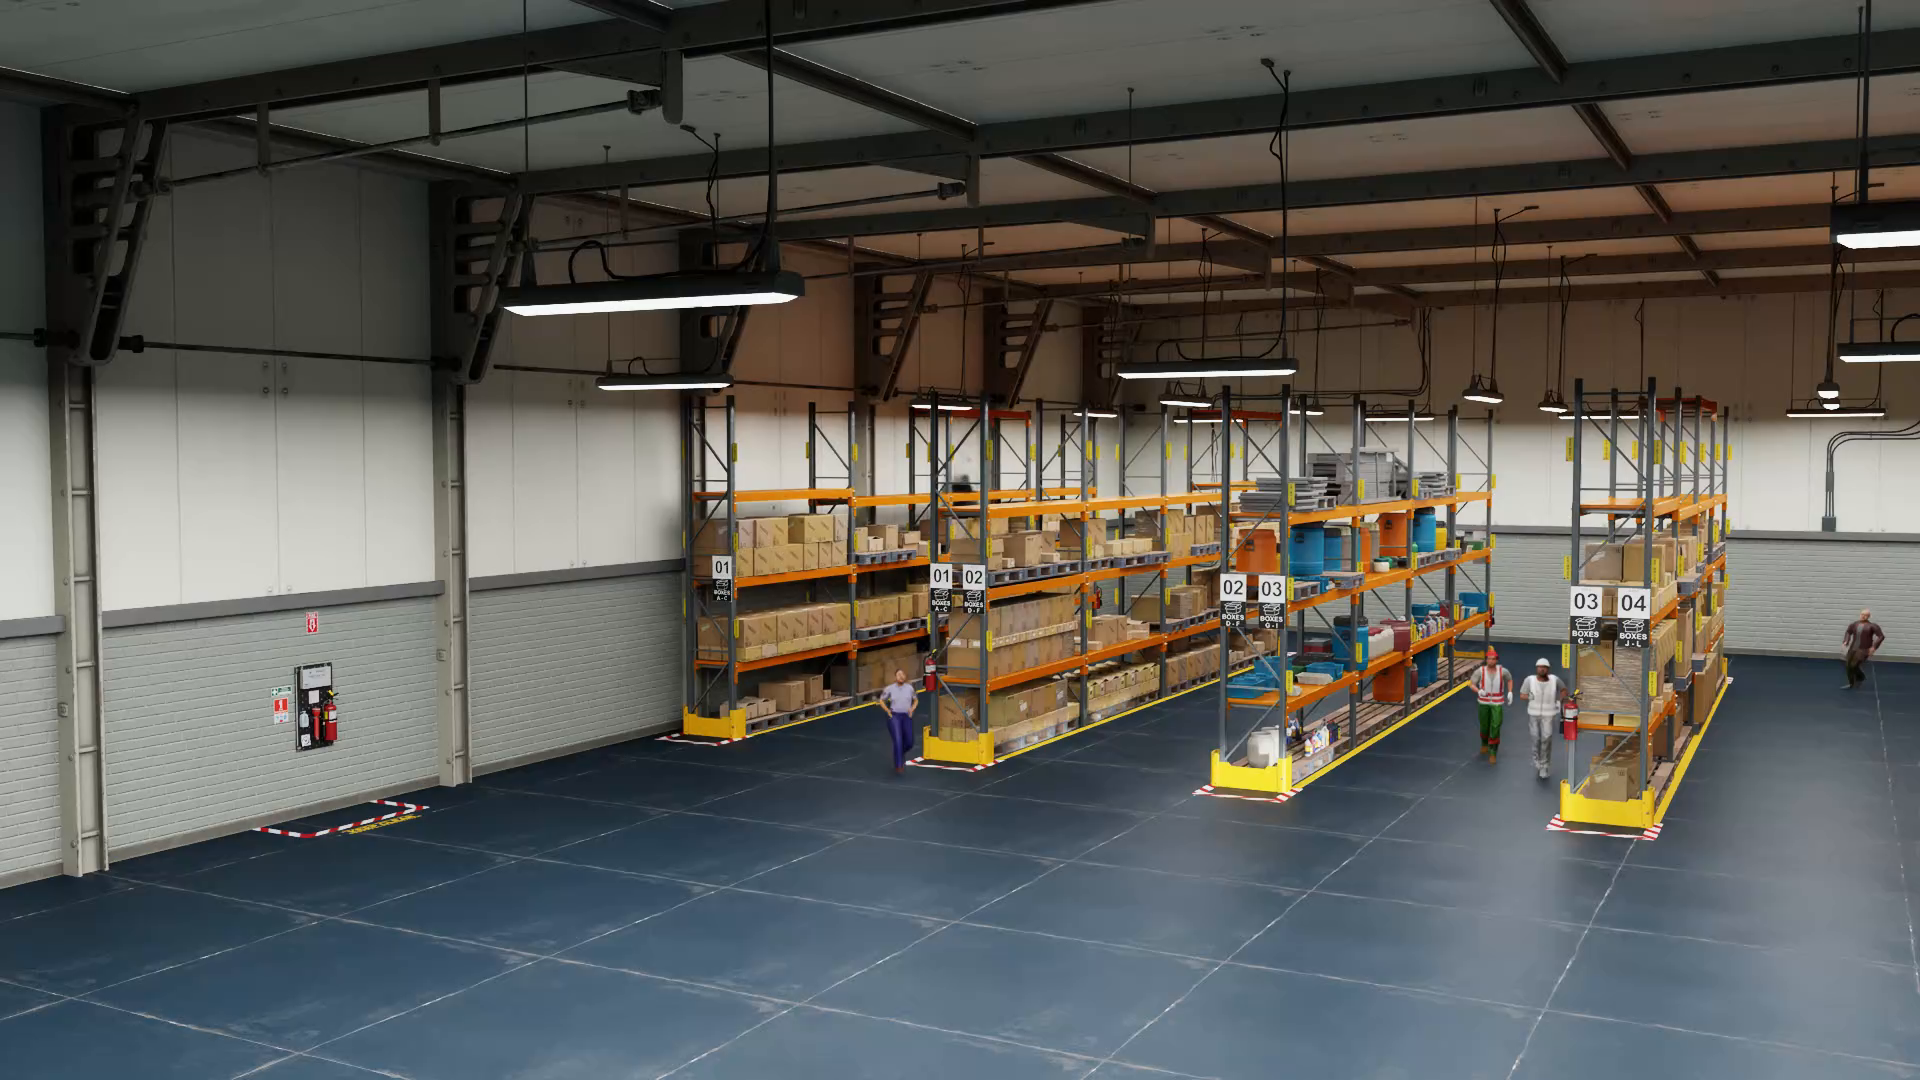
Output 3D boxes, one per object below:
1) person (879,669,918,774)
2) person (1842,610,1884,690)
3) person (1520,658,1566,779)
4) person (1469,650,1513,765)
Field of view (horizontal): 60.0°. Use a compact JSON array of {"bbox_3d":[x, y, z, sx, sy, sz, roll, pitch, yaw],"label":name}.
[{"bbox_3d":[-0.951,2.846,26.188,0.633,1.639,0.593,-1,3,-21],"label":"person"},{"bbox_3d":[18.835,2.314,34.799,0.562,1.713,0.772,-2,3,-27],"label":"person"},{"bbox_3d":[9.025,2.744,25.788,0.670,1.825,0.750,1,3,24],"label":"person"},{"bbox_3d":[8.620,2.678,26.987,0.682,1.807,0.883,1,3,17],"label":"person"}]
